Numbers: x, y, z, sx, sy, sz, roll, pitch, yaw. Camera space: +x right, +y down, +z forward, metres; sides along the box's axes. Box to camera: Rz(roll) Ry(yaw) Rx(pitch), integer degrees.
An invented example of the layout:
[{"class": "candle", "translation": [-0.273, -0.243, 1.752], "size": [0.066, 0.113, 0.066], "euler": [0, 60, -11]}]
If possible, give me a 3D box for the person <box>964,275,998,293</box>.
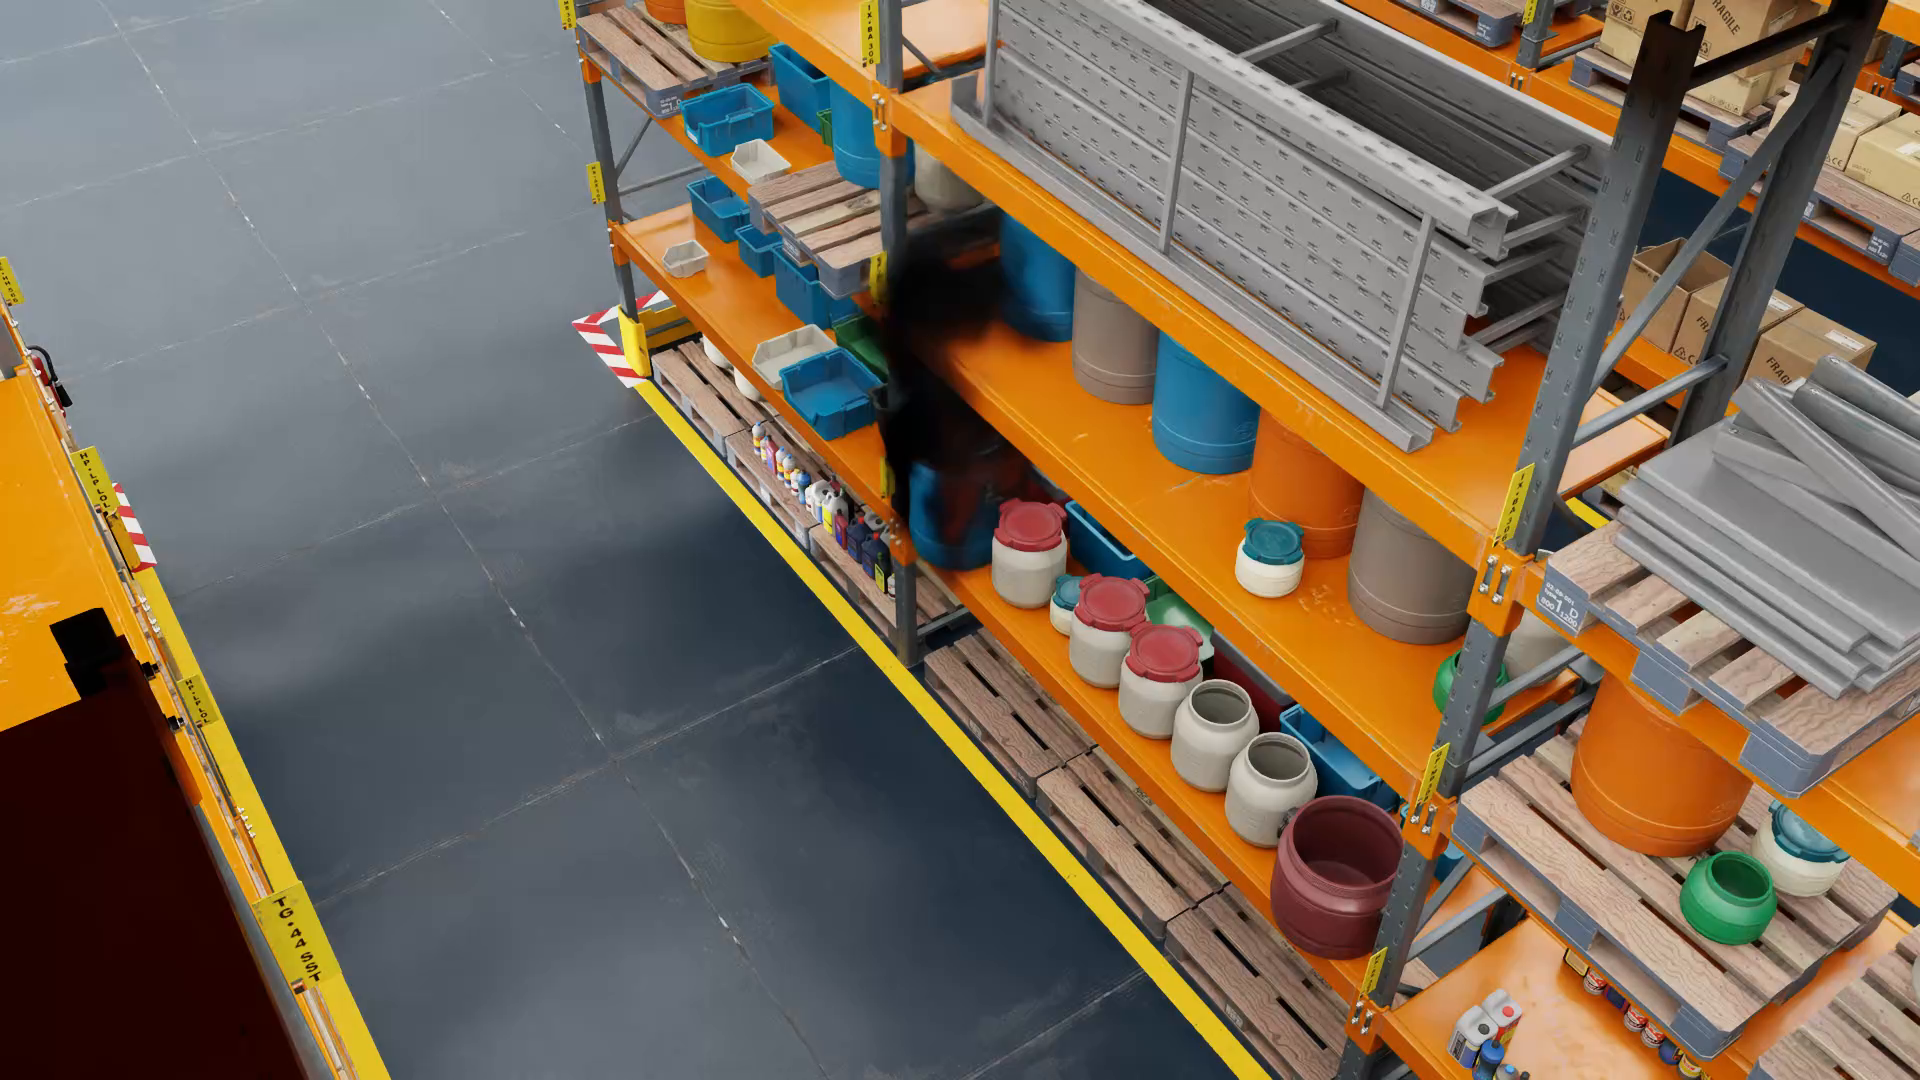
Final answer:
[{"class": "person", "translation": [0.290, -1.747, 11.956], "size": [0.707, 1.779, 0.813], "euler": [-26, 49, -26]}]
